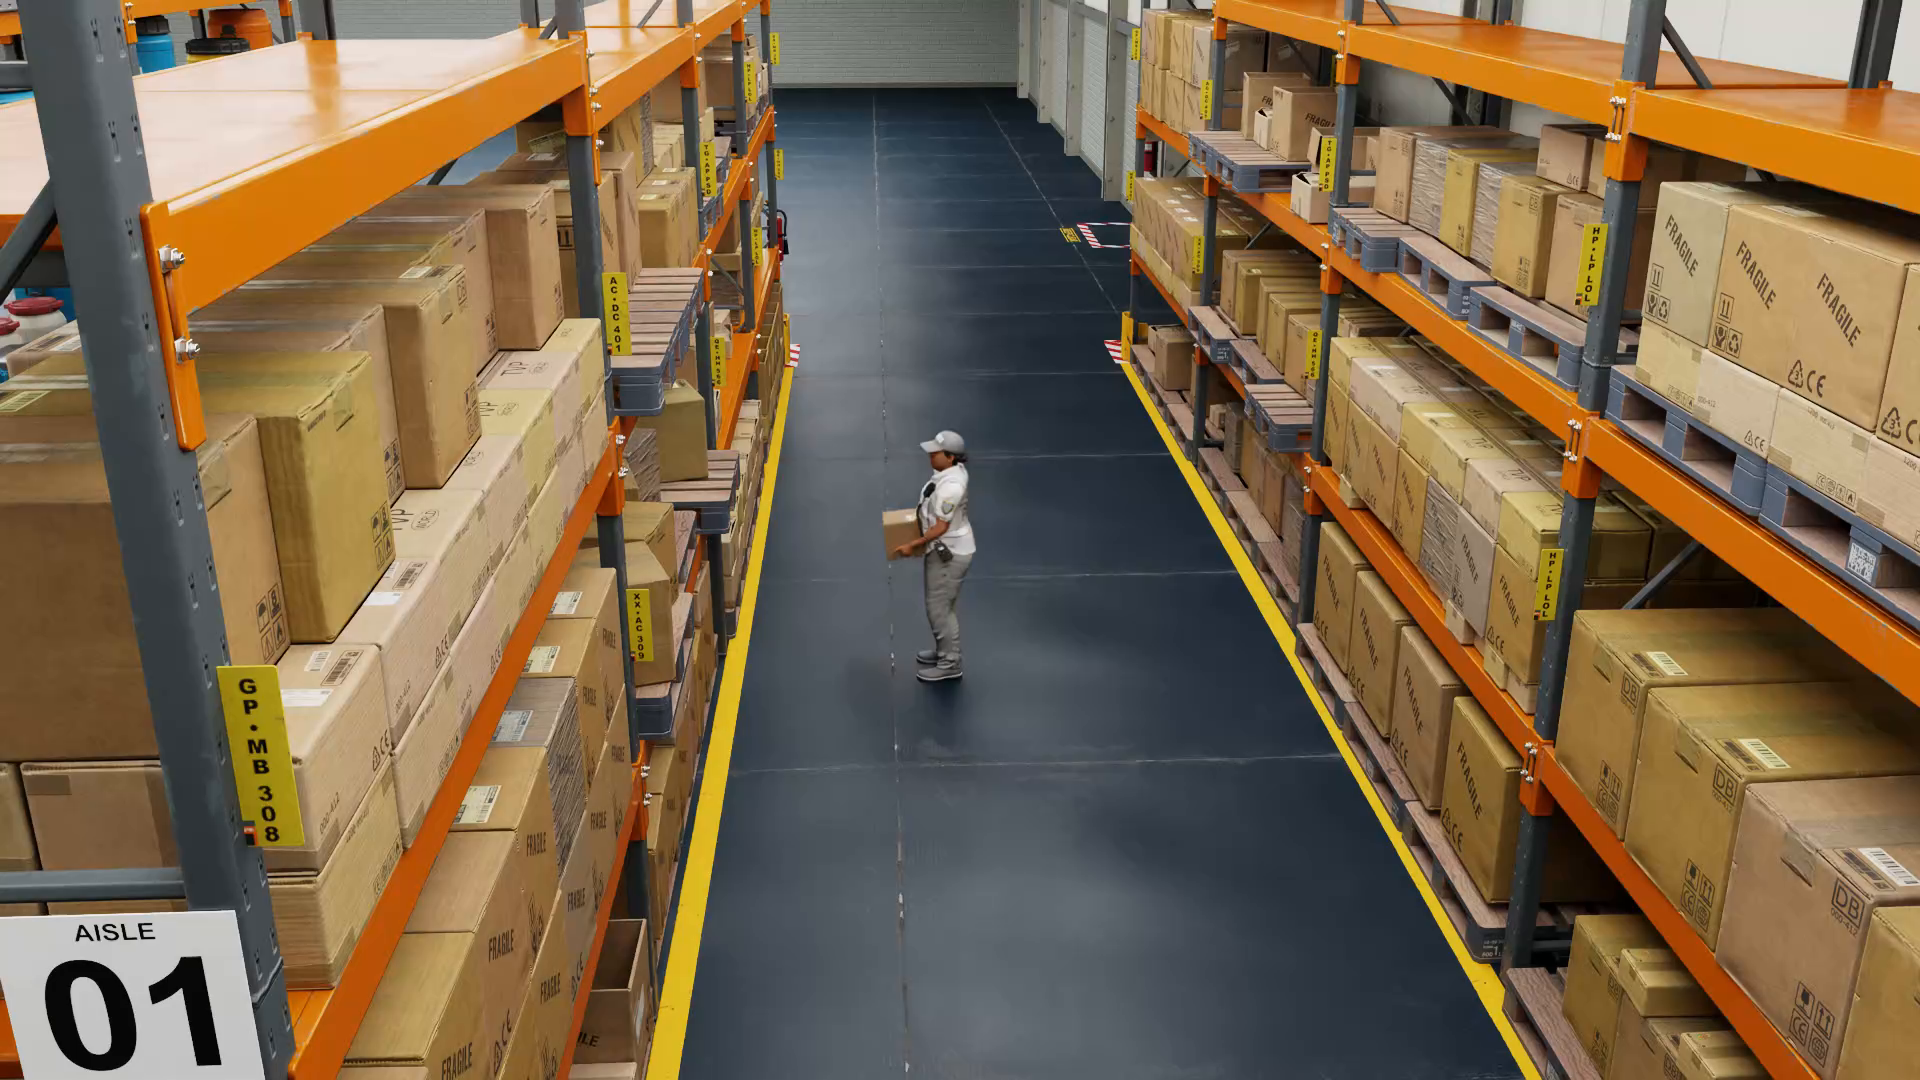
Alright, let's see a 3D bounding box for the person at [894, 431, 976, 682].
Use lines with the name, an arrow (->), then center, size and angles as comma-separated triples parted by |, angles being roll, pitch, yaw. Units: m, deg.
person -> -0.168, 0.088, 10.836 | 0.536, 1.664, 0.471 | -1, 21, -3
